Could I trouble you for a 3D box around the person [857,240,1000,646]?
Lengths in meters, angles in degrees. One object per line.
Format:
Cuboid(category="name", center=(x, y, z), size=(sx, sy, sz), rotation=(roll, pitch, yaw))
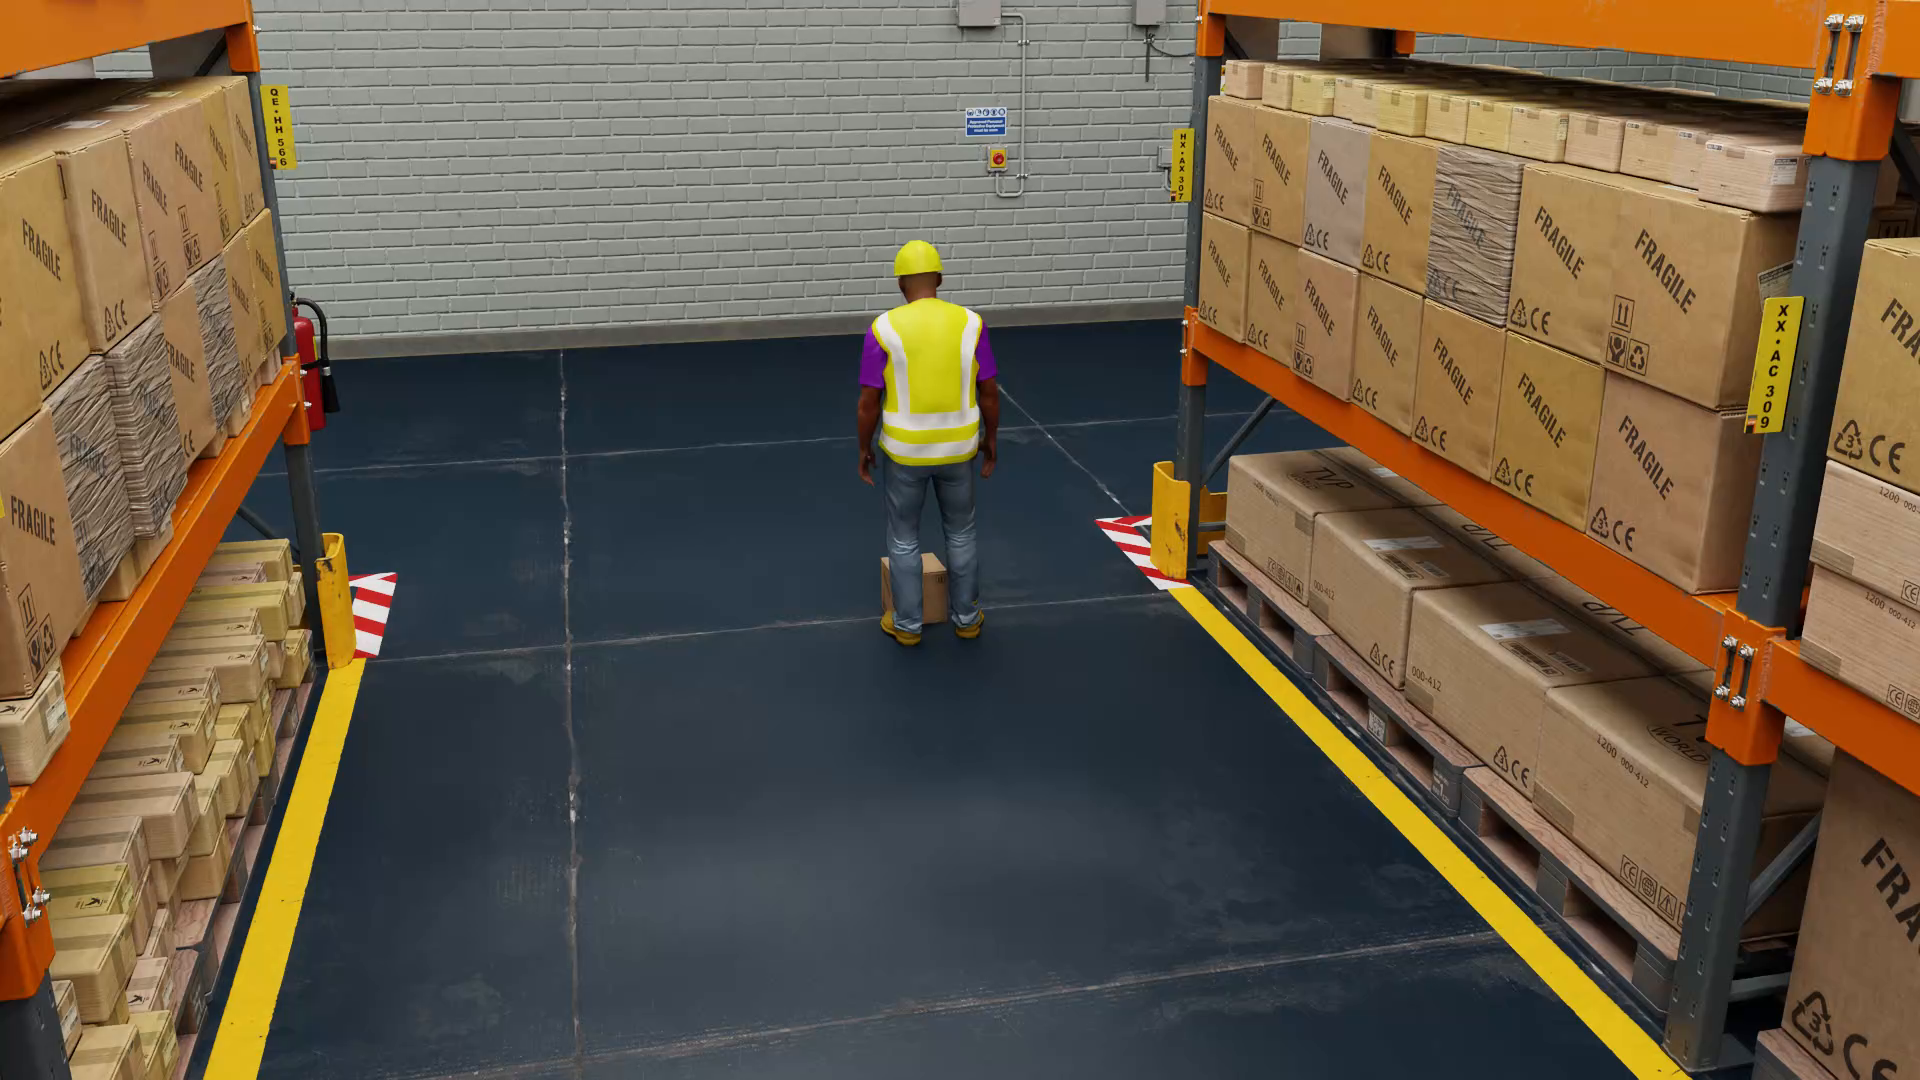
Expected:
Cuboid(category="person", center=(-0.140, -0.410, 7.200), size=(0.626, 1.760, 0.461), rotation=(-4, 20, -12))
